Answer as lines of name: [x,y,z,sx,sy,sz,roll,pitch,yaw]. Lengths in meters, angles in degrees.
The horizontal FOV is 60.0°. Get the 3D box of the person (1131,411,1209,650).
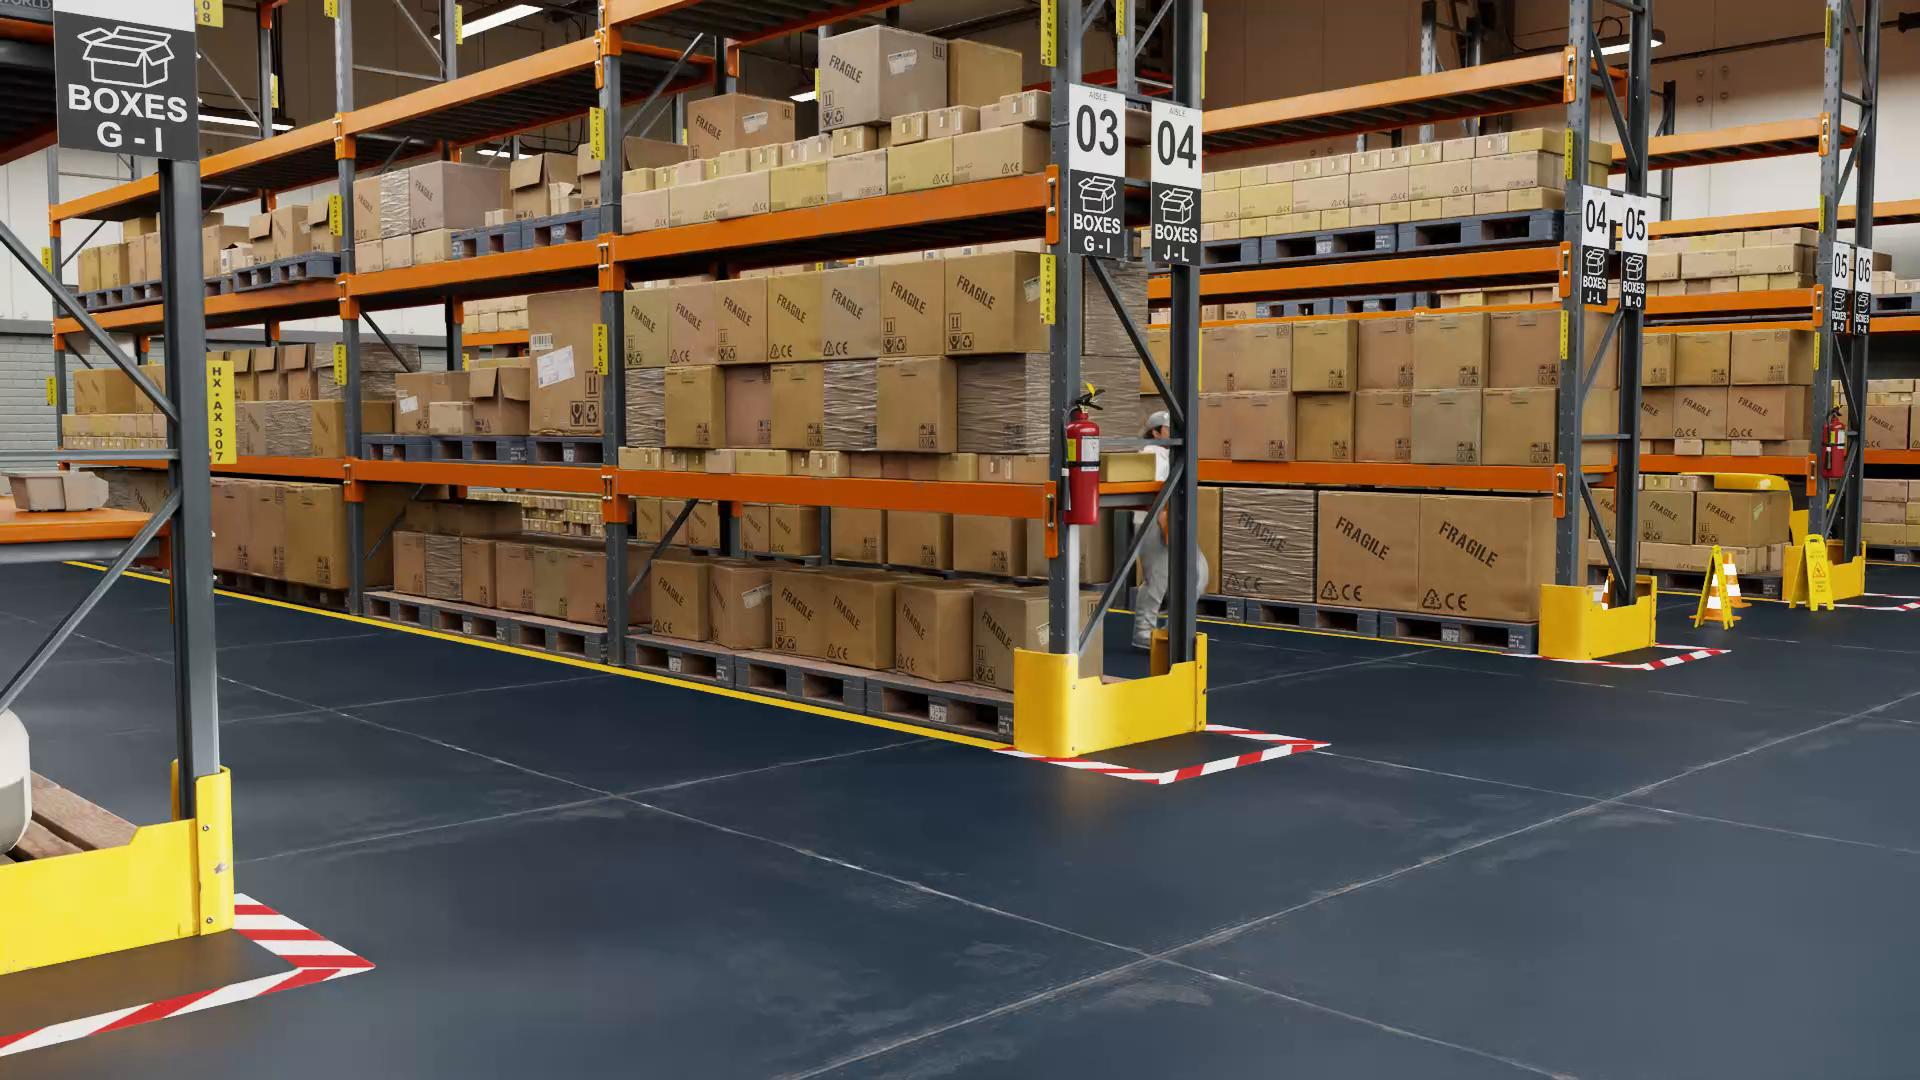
person: [1.441,-0.027,11.505,0.492,1.723,0.512,2,4,25]
